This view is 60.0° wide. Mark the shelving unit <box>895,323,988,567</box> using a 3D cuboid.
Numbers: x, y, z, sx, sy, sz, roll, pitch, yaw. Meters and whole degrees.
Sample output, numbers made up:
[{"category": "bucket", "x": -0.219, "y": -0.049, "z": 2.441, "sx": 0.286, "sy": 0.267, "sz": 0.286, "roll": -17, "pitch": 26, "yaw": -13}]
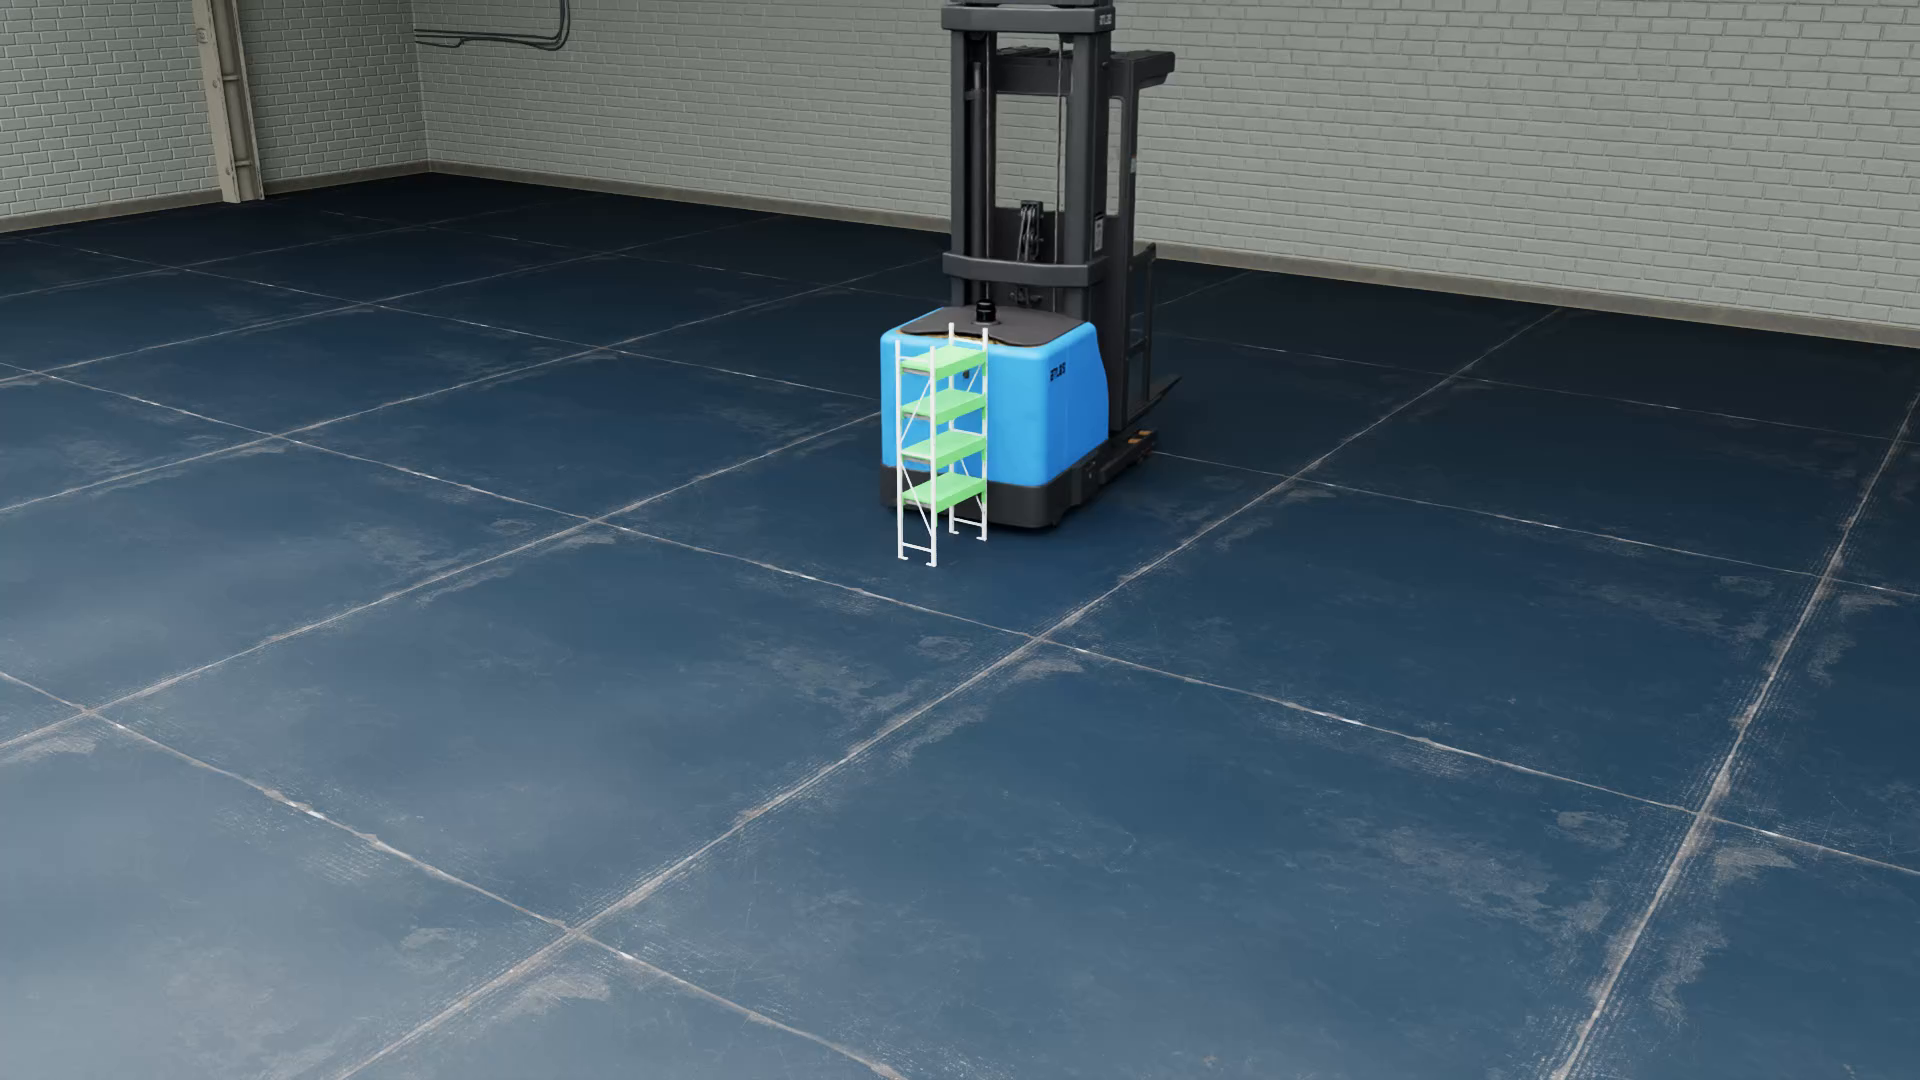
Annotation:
[{"category": "shelving unit", "x": -0.093, "y": -0.515, "z": 8.928, "sx": 0.258, "sy": 1.200, "sz": 0.503, "roll": 13, "pitch": 24, "yaw": 32}]

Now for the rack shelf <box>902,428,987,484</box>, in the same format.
[{"category": "rack shelf", "x": -0.093, "y": -0.455, "z": 8.951, "sx": 0.258, "sy": 0.148, "sz": 0.480, "roll": 13, "pitch": 24, "yaw": 32}]

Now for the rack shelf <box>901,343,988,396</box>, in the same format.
[{"category": "rack shelf", "x": -0.093, "y": -0.906, "z": 8.784, "sx": 0.258, "sy": 0.148, "sz": 0.480, "roll": 13, "pitch": 24, "yaw": 32}]

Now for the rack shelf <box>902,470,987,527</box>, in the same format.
[{"category": "rack shelf", "x": -0.093, "y": -0.230, "z": 9.034, "sx": 0.258, "sy": 0.148, "sz": 0.480, "roll": 13, "pitch": 24, "yaw": 32}]

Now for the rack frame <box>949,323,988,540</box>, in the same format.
[{"category": "rack frame", "x": 0.044, "y": -0.585, "z": 9.118, "sx": 0.240, "sy": 1.200, "sz": 0.015, "roll": 13, "pitch": 24, "yaw": 32}]

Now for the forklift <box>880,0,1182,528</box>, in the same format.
[{"category": "forklift", "x": 0.623, "y": -1.914, "z": 10.213, "sx": 1.130, "sy": 2.935, "sz": 3.031, "roll": 9, "pitch": 22, "yaw": 24}]

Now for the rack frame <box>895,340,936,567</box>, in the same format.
[{"category": "rack frame", "x": -0.230, "y": -0.445, "z": 8.739, "sx": 0.240, "sy": 1.200, "sz": 0.015, "roll": 13, "pitch": 24, "yaw": 32}]

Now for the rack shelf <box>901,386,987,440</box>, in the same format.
[{"category": "rack shelf", "x": -0.093, "y": -0.680, "z": 8.867, "sx": 0.258, "sy": 0.148, "sz": 0.480, "roll": 13, "pitch": 24, "yaw": 32}]

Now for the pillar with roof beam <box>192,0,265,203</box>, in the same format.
[{"category": "pillar with roof beam", "x": -5.364, "y": -7.617, "z": 16.885, "sx": 9.100, "sy": 9.000, "sz": 0.400, "roll": 13, "pitch": 24, "yaw": 32}]

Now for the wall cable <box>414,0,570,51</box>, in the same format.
[{"category": "wall cable", "x": -6.174, "y": -7.587, "z": 21.281, "sx": 3.097, "sy": 2.526, "sz": 0.112, "roll": 13, "pitch": 24, "yaw": 32}]
